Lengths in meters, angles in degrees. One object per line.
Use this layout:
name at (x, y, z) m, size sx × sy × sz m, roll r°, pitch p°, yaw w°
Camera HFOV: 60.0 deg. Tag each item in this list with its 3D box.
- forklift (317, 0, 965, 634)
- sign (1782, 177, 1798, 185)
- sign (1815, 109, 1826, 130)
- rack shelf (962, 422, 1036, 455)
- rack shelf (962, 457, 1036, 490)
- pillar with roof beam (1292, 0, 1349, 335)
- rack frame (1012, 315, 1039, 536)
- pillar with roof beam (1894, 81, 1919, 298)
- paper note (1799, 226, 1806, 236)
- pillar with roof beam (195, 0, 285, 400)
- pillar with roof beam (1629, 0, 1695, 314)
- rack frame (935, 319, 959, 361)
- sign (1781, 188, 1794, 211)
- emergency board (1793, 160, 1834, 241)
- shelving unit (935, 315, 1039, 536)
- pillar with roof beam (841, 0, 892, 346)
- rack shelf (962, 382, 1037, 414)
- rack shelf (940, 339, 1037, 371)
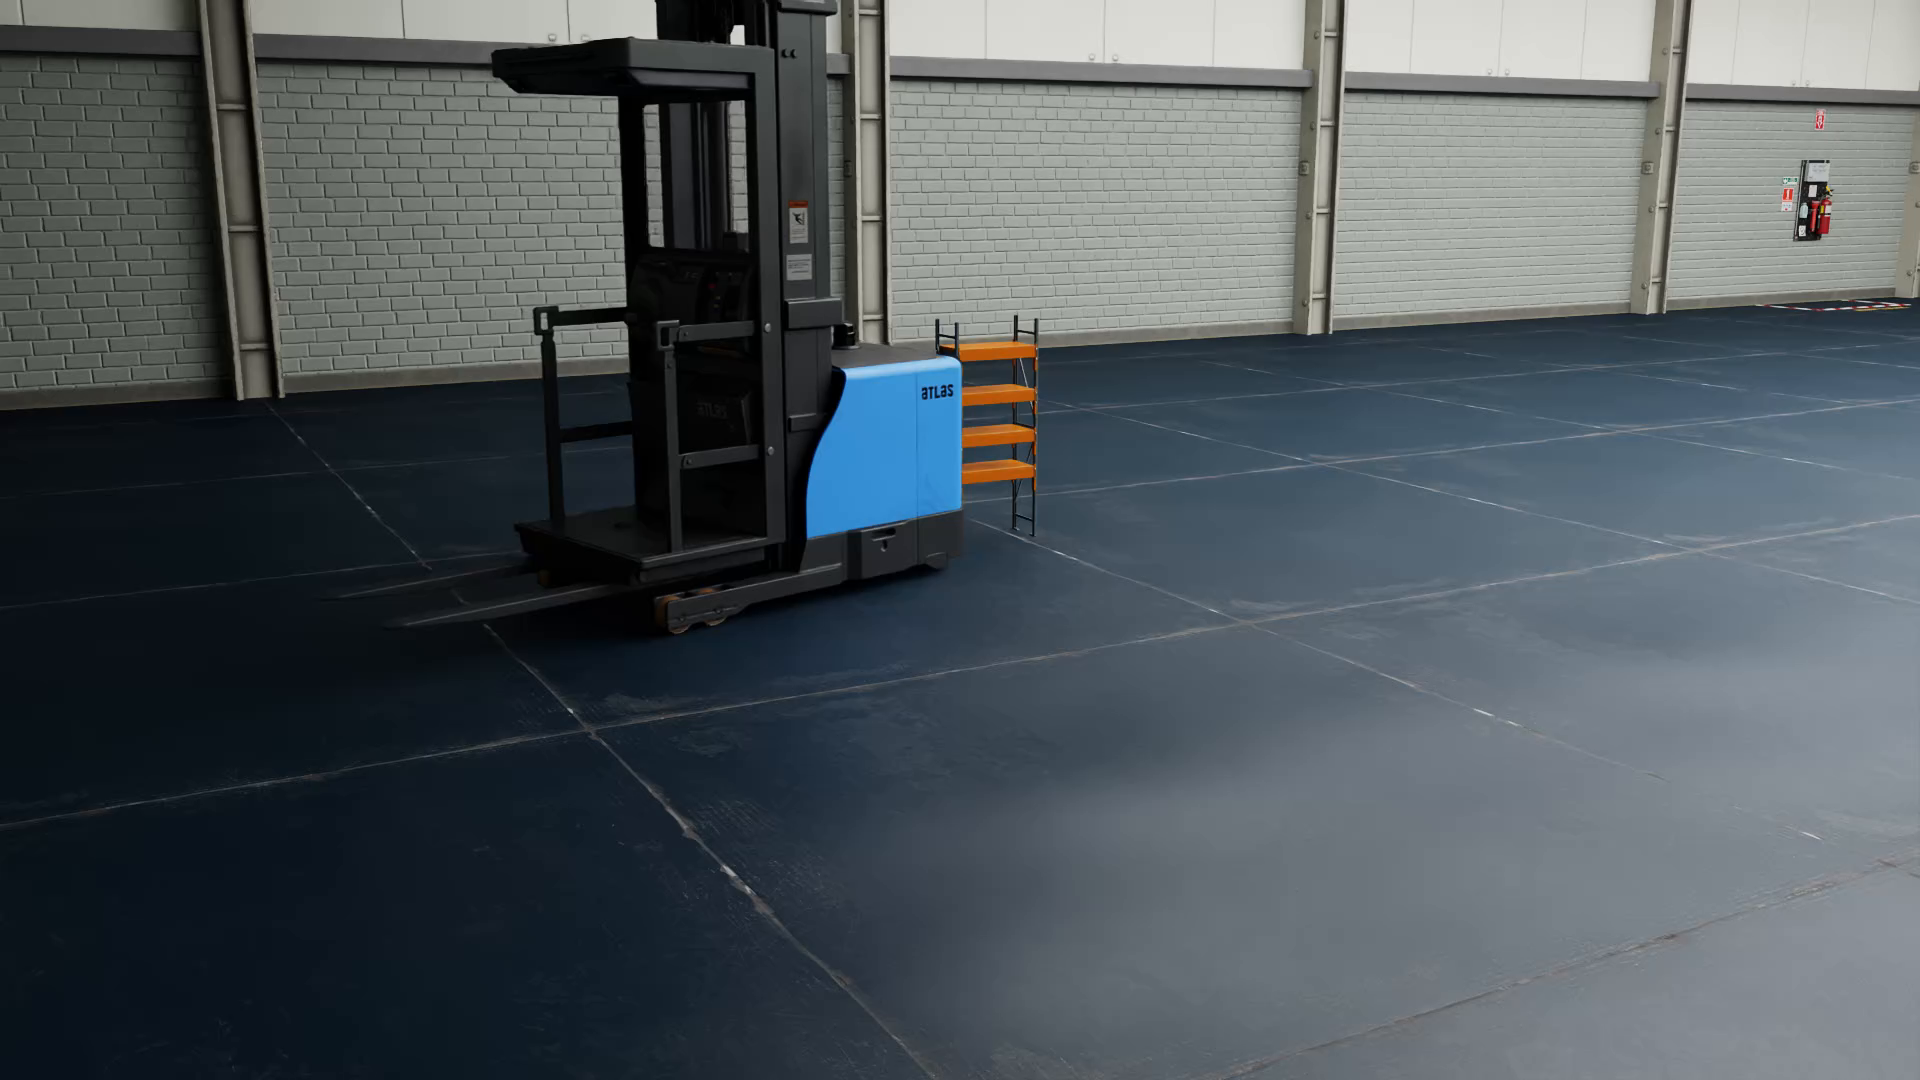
forklift at (-1.392, -1.147, 7.529) m, size 3.031 × 2.935 × 1.130 m, roll -12°, pitch 17°, yaw -42°
sign at (12.128, -5.245, 24.293) m, size 0.331 × 0.109 × 0.001 m, roll -7°, pitch 14°, yaw -28°
sign at (12.600, -6.157, 24.358) m, size 0.199 × 0.298 × 0.001 m, roll -7°, pitch 14°, yaw -28°
rack shelf at (0.145, -0.537, 9.070) m, size 0.480 × 0.148 × 0.258 m, roll -7°, pitch 14°, yaw -28°
rack shelf at (0.145, -0.343, 9.113) m, size 0.480 × 0.148 × 0.258 m, roll -7°, pitch 14°, yaw -28°
pillar with roof beam at (6.372, -6.095, 15.699) m, size 0.400 × 9.000 × 9.100 m, roll -7°, pitch 14°, yaw -28°
rack frame at (0.359, -0.628, 9.169) m, size 0.015 × 1.200 × 0.240 m, roll -7°, pitch 14°, yaw -28°
pillar with roof beam at (16.905, -7.358, 21.308) m, size 0.400 × 9.000 × 9.100 m, roll -7°, pitch 14°, yaw -28°
paper note at (12.466, -4.573, 24.604) m, size 0.142 × 0.148 × 0.016 m, roll -7°, pitch 14°, yaw -28°
pillar with roof beam at (-4.161, -4.833, 10.089) m, size 0.400 × 9.000 × 9.100 m, roll -7°, pitch 14°, yaw -28°
pillar with roof beam at (11.638, -6.727, 18.503) m, size 0.400 × 9.000 × 9.100 m, roll -7°, pitch 14°, yaw -28°
rack frame at (-0.069, -0.577, 8.941) m, size 0.015 × 1.200 × 0.240 m, roll -7°, pitch 14°, yaw -28°
sign at (12.120, -4.987, 24.357) m, size 0.234 × 0.329 × 0.001 m, roll -7°, pitch 14°, yaw -28°
emergency board at (12.655, -5.008, 24.531) m, size 0.643 × 1.169 × 0.194 m, roll -7°, pitch 14°, yaw -28°
shelving unit at (0.145, -0.603, 9.055) m, size 0.503 × 1.200 × 0.258 m, roll -7°, pitch 14°, yaw -28°
pillar with roof beam at (1.106, -5.464, 12.894) m, size 0.400 × 9.000 × 9.100 m, roll -7°, pitch 14°, yaw -28°
rack shelf at (0.145, -0.755, 9.020) m, size 0.480 × 0.148 × 0.258 m, roll -7°, pitch 14°, yaw -28°
rack shelf at (0.145, -0.986, 8.969) m, size 0.480 × 0.148 × 0.258 m, roll -7°, pitch 14°, yaw -28°
